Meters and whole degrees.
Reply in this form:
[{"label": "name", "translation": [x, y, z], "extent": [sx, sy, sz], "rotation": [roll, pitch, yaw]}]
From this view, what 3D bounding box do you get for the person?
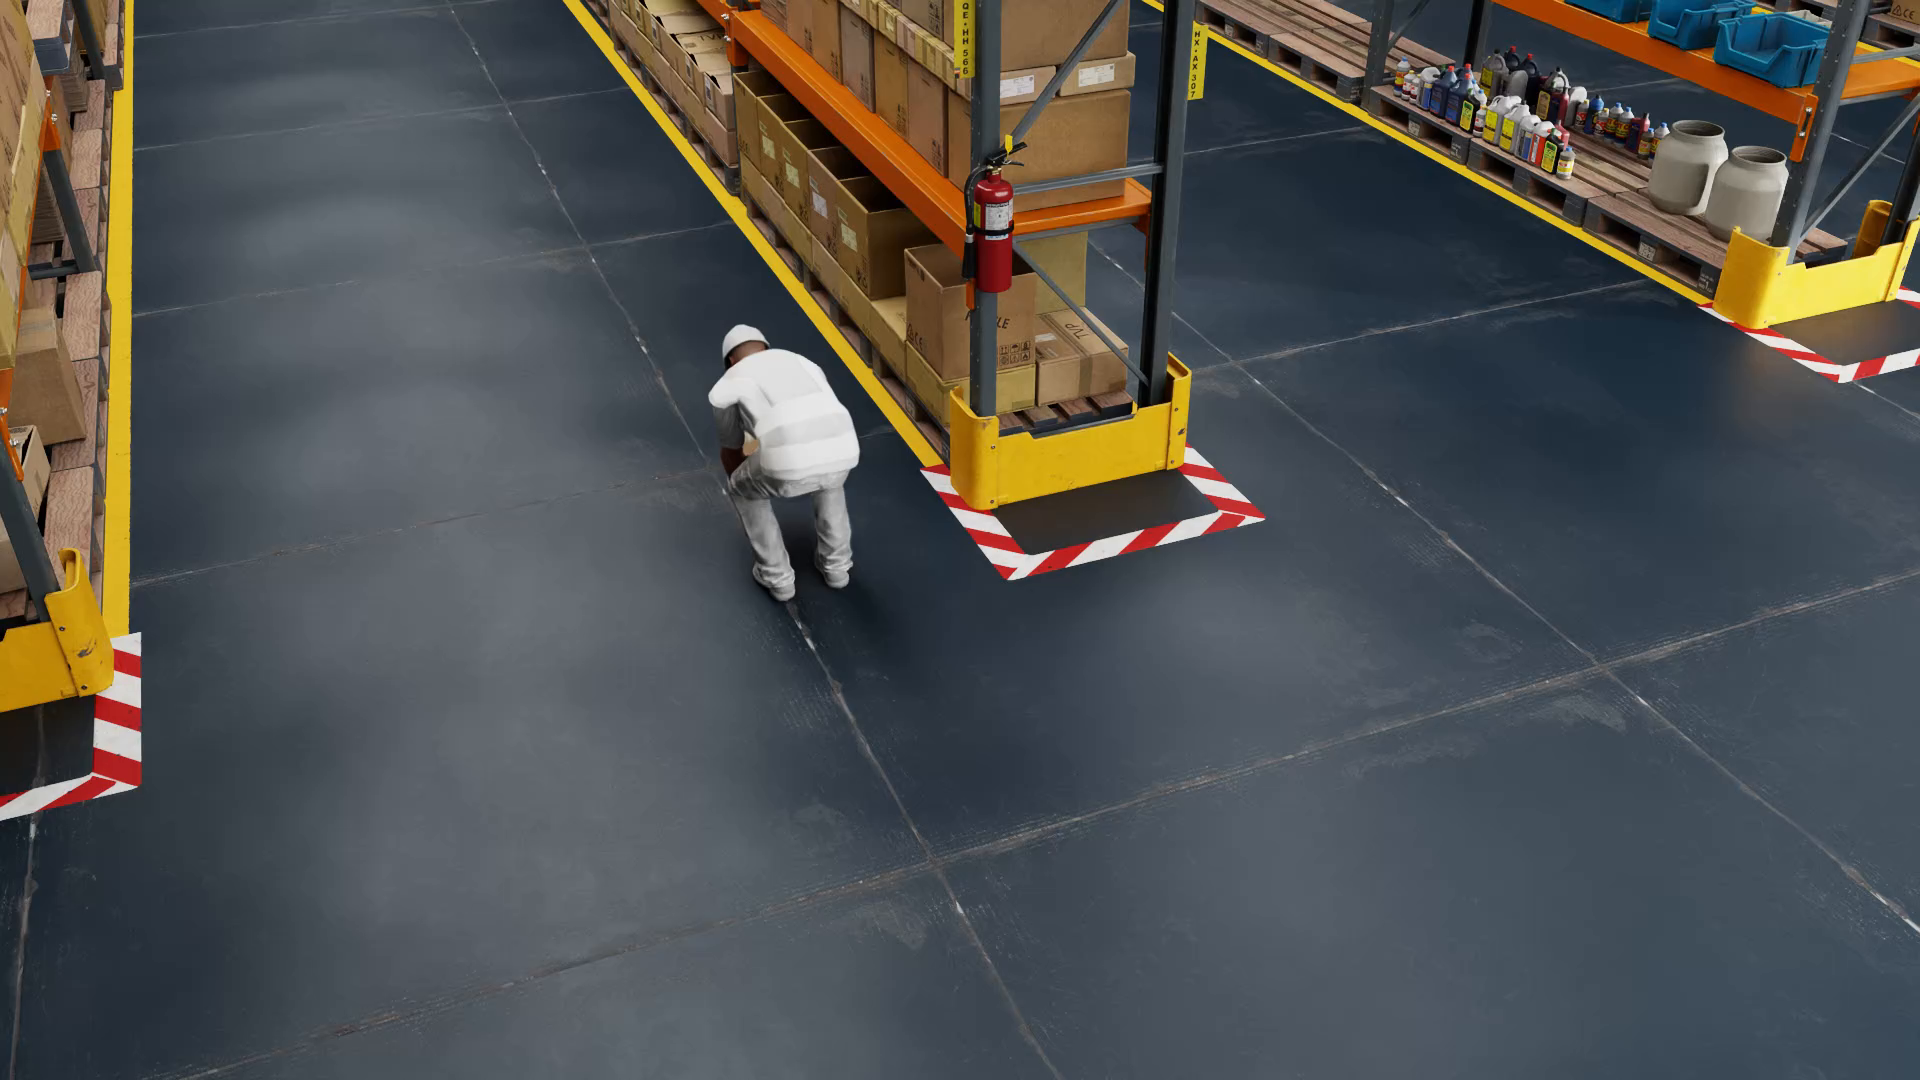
[{"label": "person", "translation": [-0.786, -0.331, 7.329], "extent": [0.546, 1.015, 0.977], "rotation": [-15, 36, -21]}]
